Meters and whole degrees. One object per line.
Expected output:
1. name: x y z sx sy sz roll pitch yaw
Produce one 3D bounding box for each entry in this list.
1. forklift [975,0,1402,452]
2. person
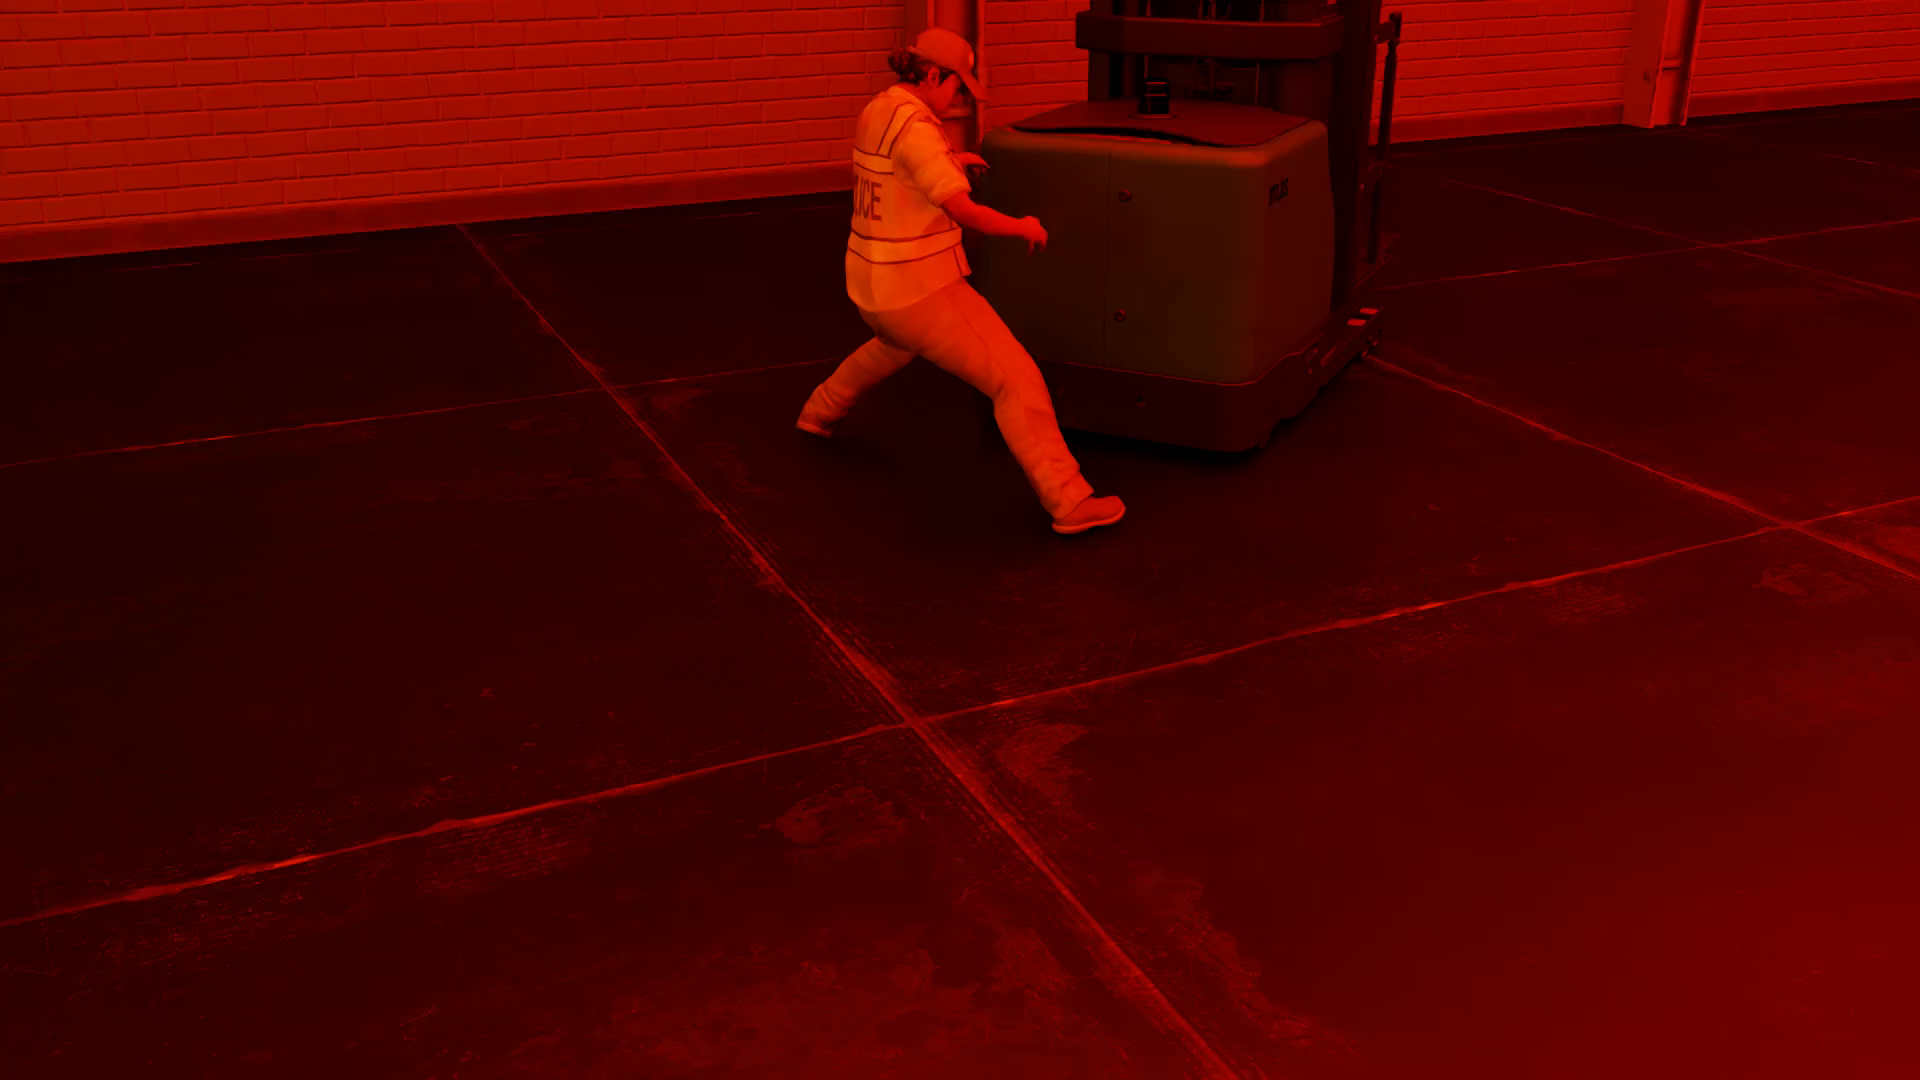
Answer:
1. forklift: 1.167 -2.179 6.531 1.130 2.935 3.031 11 25 24
2. person: -0.041 -0.883 5.321 0.798 1.461 1.279 -9 24 -20
